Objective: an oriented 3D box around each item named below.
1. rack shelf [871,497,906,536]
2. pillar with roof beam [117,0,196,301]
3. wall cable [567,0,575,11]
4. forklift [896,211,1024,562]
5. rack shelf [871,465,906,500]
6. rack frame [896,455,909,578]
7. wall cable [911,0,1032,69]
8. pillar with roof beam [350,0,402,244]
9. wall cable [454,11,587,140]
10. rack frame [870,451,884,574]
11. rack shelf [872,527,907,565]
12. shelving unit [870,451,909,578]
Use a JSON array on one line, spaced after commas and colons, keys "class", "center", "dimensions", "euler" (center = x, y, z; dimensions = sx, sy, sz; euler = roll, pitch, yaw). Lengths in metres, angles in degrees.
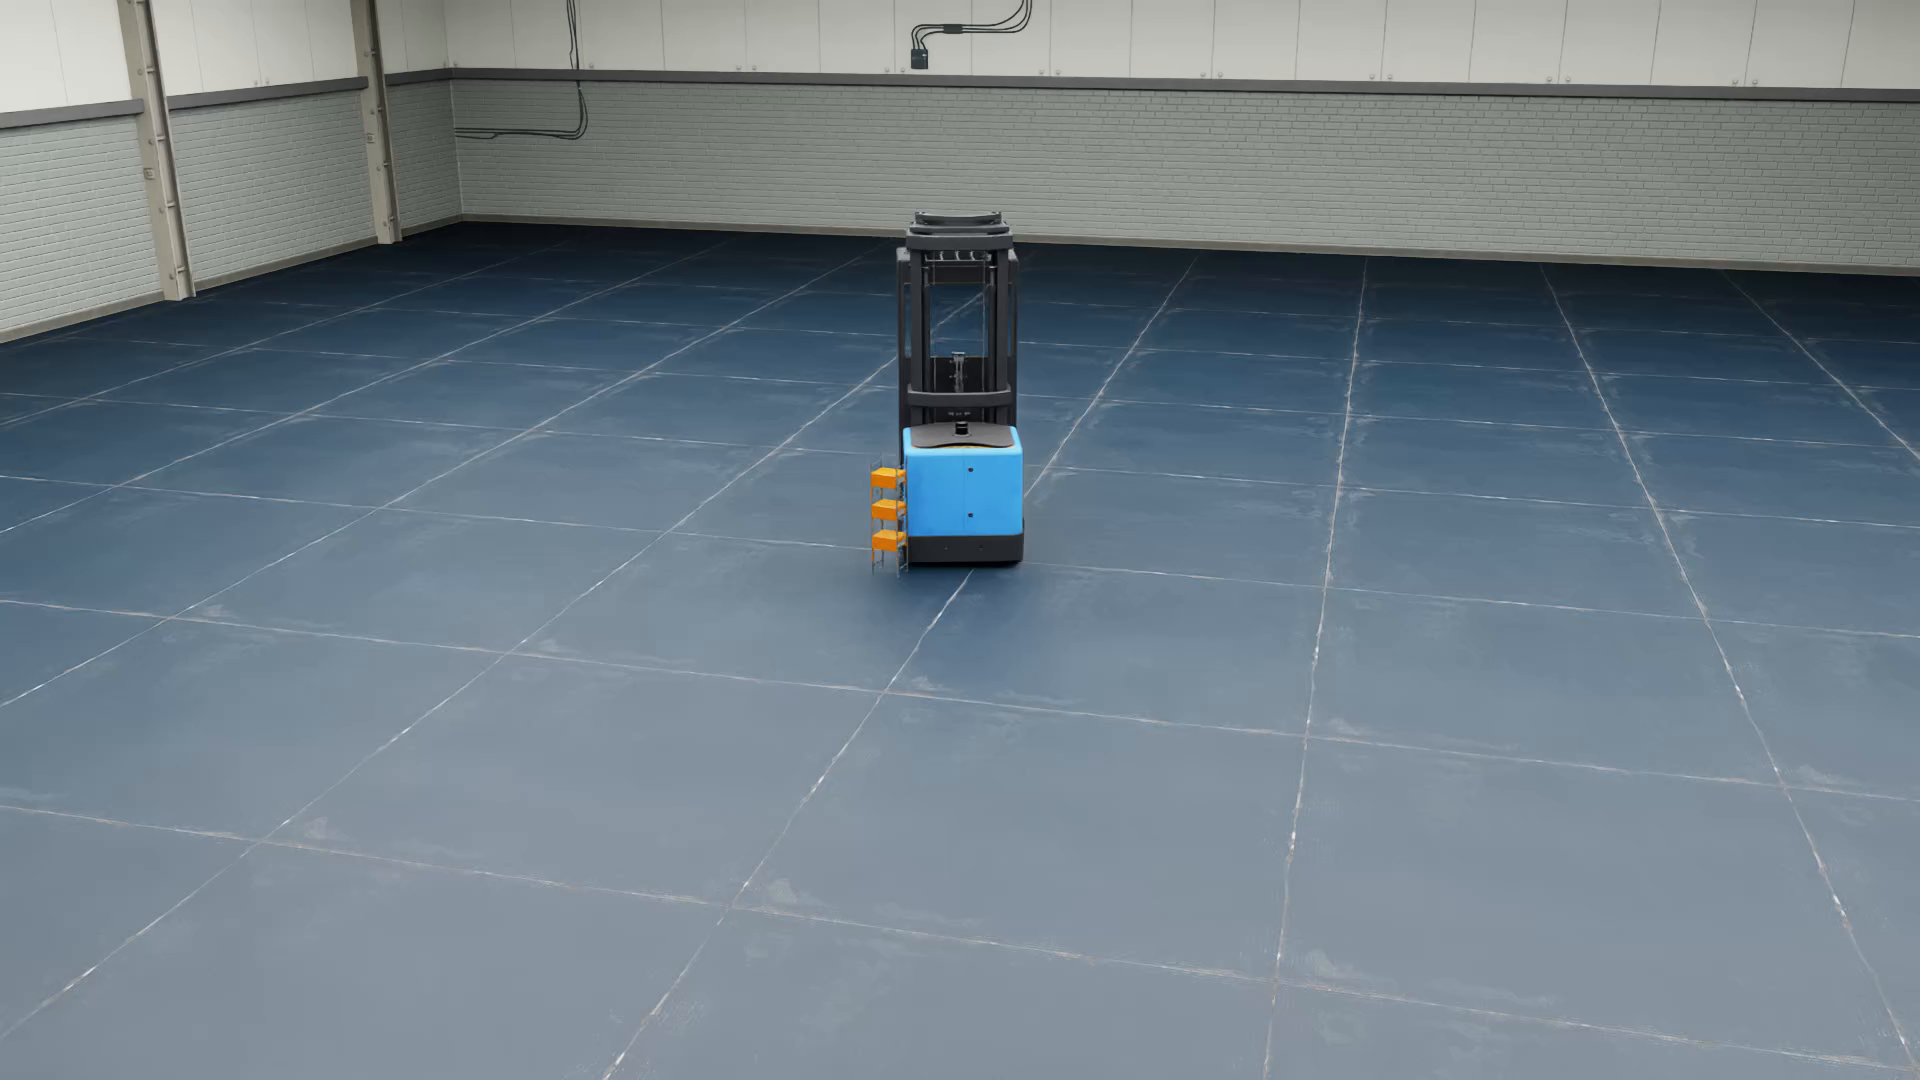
[{"class": "rack shelf", "center": [-0.604, -0.205, 14.258], "dimensions": [0.240, 0.259, 0.215], "euler": [9, 21, 24]}, {"class": "pillar with roof beam", "center": [-8.294, -7.785, 24.121], "dimensions": [9.100, 9.000, 0.400], "euler": [5, 19, 13]}, {"class": "wall cable", "center": [-6.377, -11.532, 32.080], "dimensions": [3.097, 2.526, 0.112], "euler": [5, 19, 13]}, {"class": "forklift", "center": [-0.035, -1.619, 15.454], "dimensions": [1.130, 2.935, 3.031], "euler": [-1, 19, -2]}, {"class": "rack shelf", "center": [-0.604, -0.473, 14.167], "dimensions": [0.240, 0.259, 0.215], "euler": [9, 21, 24]}, {"class": "rack frame", "center": [-0.494, -0.198, 14.205], "dimensions": [0.008, 1.050, 0.200], "euler": [9, 21, 24]}, {"class": "wall cable", "center": [0.201, -11.680, 30.261], "dimensions": [2.305, 6.003, 0.169], "euler": [5, 19, 13]}, {"class": "pillar with roof beam", "center": [-6.828, -9.666, 29.627], "dimensions": [9.100, 9.000, 0.400], "euler": [5, 19, 13]}, {"class": "wall cable", "center": [-9.001, -9.355, 33.522], "dimensions": [3.097, 2.526, 0.112], "euler": [5, 19, 13]}, {"class": "rack frame", "center": [-0.714, -0.232, 14.305], "dimensions": [0.008, 1.050, 0.200], "euler": [9, 21, 24]}, {"class": "rack shelf", "center": [-0.604, 0.058, 14.348], "dimensions": [0.240, 0.259, 0.215], "euler": [9, 21, 24]}, {"class": "shelving unit", "center": [-0.604, -0.215, 14.255], "dimensions": [0.252, 1.050, 0.215], "euler": [9, 21, 24]}]
